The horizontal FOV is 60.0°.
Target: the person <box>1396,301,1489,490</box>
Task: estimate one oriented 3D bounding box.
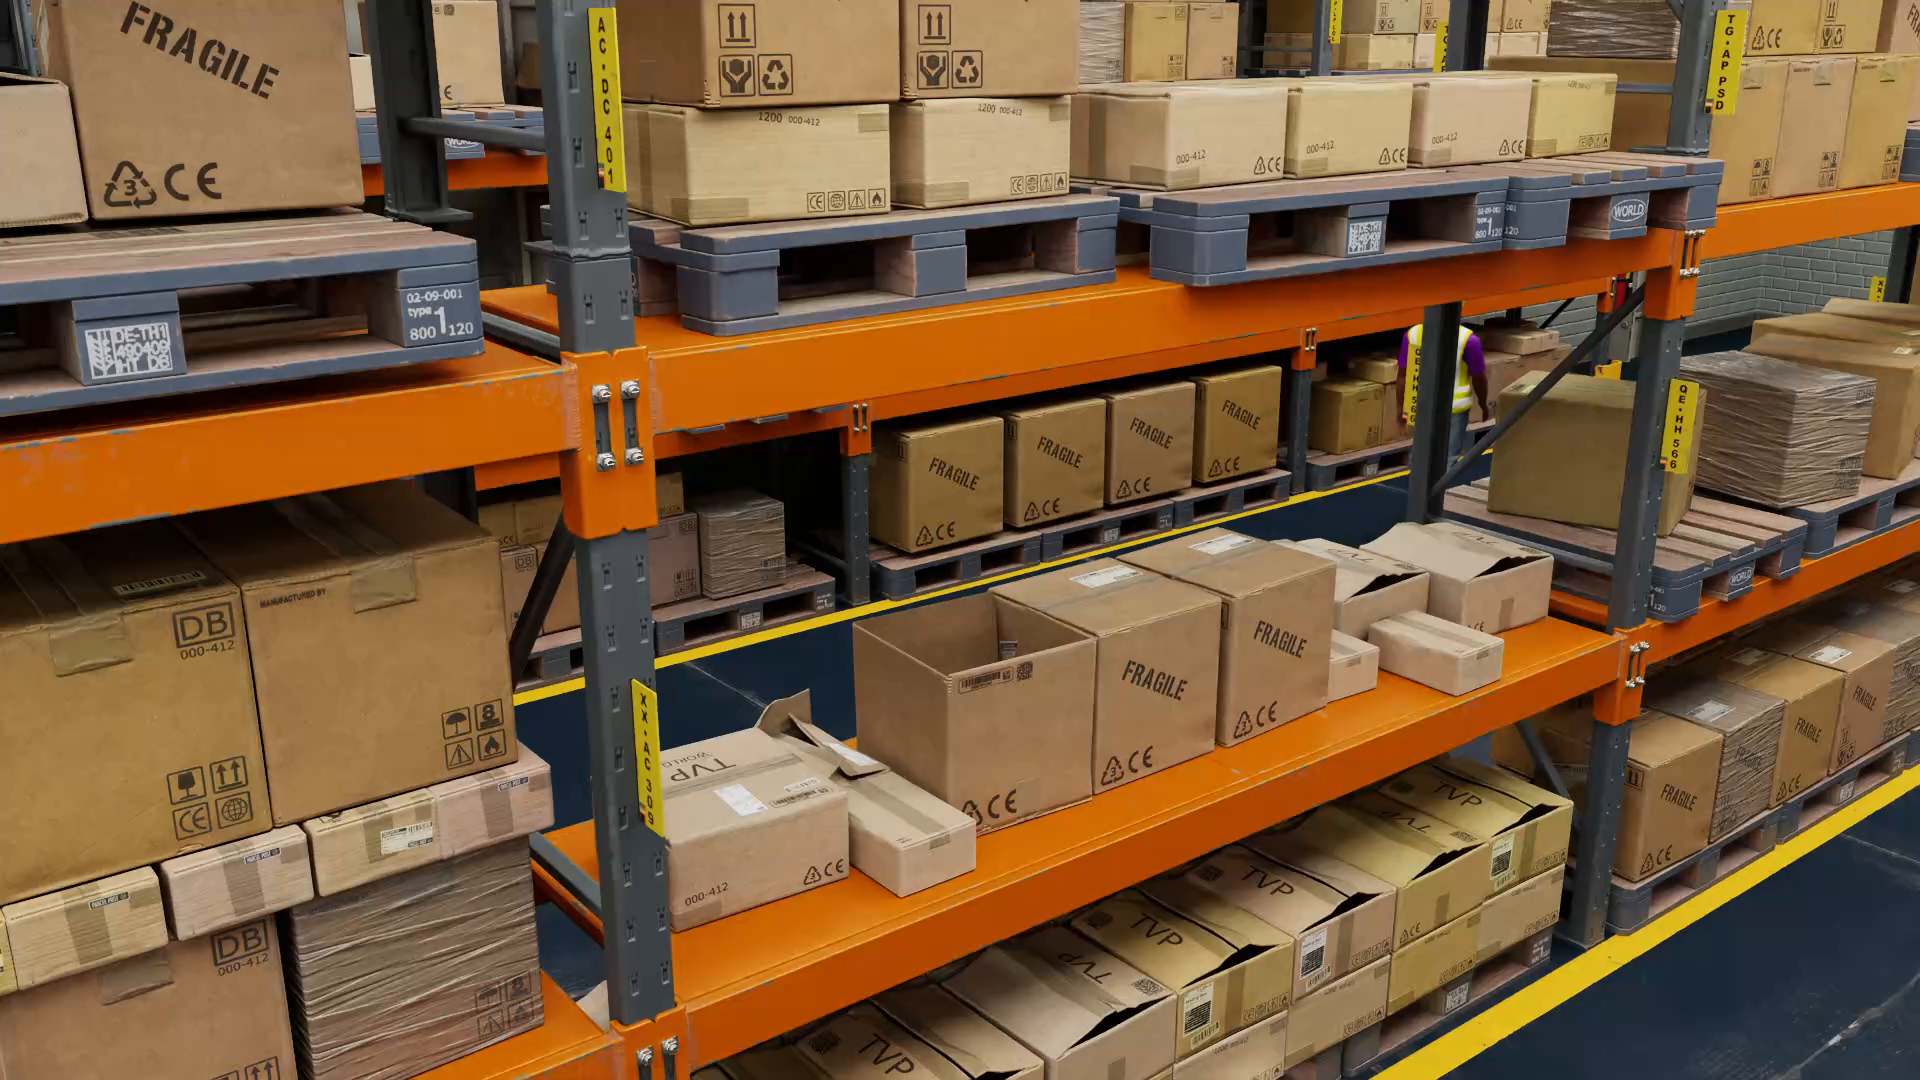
[{"bbox_3d":[3.348,-0.933,11.475,0.573,1.729,0.941,14,22,37],"label":"person"}]
